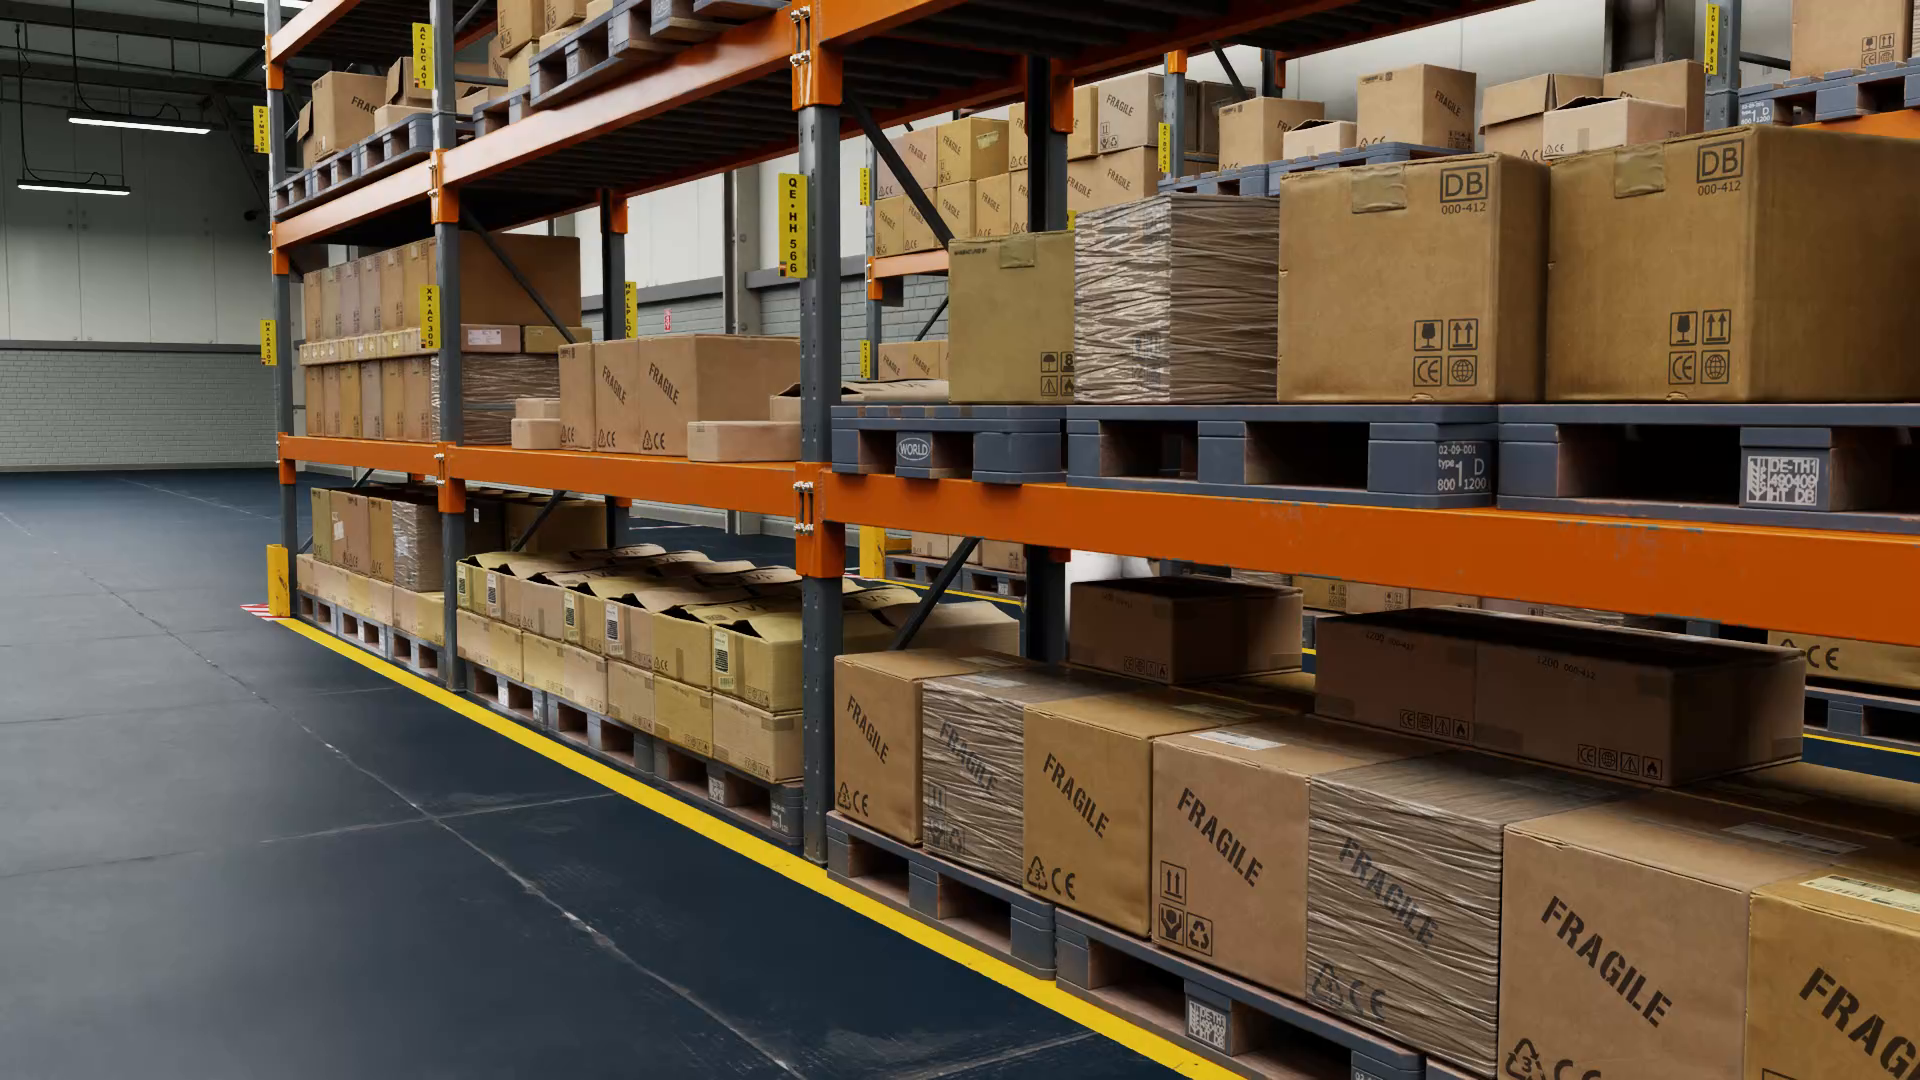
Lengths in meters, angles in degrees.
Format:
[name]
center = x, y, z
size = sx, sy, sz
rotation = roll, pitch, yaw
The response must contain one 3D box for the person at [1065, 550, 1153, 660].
[person]
center = 0.766, 0.299, 9.066
size = 0.900, 0.981, 0.597
rotation = -3, 5, -34
